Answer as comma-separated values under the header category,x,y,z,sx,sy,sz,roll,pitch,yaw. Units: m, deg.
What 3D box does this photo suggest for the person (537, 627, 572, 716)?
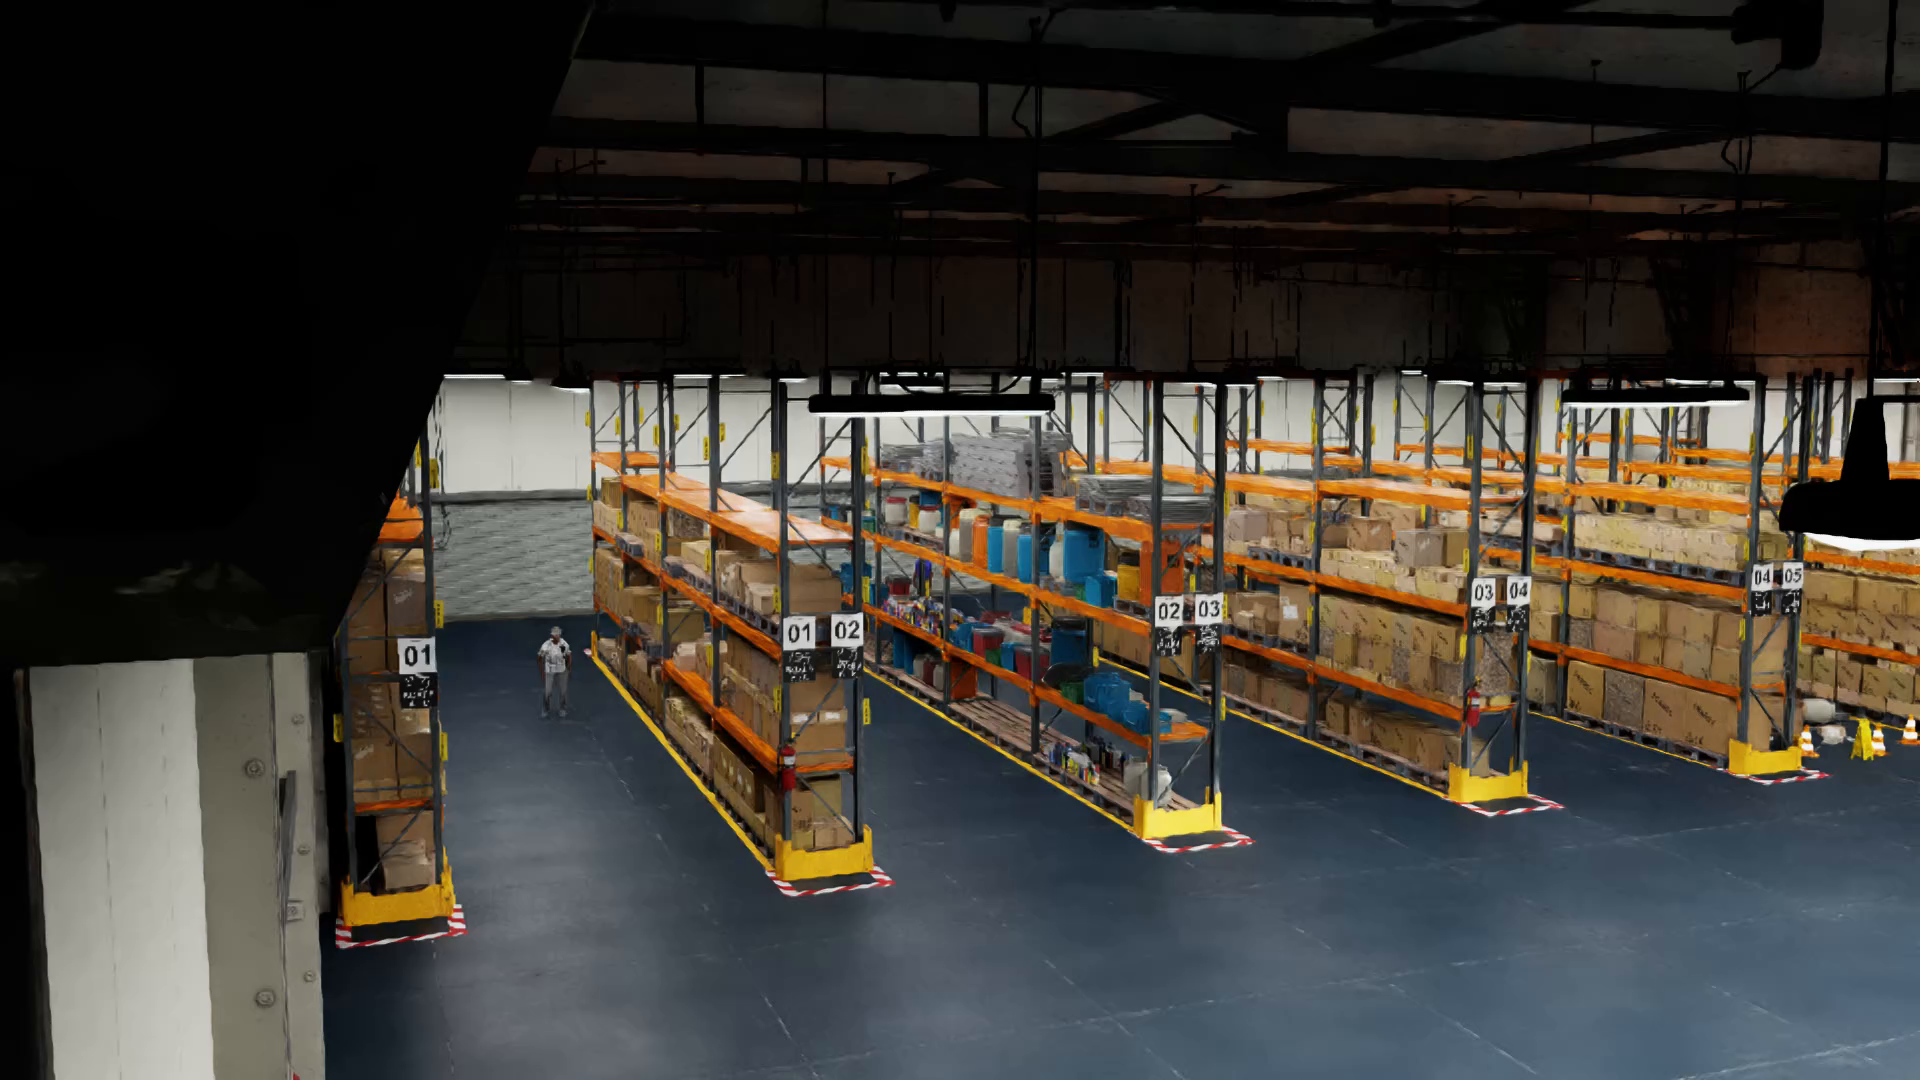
category,x,y,z,sx,sy,sz,roll,pitch,yaw
person,-7.072,2.293,29.053,0.593,1.624,0.522,-3,7,-22

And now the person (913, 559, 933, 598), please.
category,x,y,z,sx,sy,sz,roll,pitch,yaw
person,-0.884,0.984,40.739,0.445,1.566,1.091,-3,7,-23
